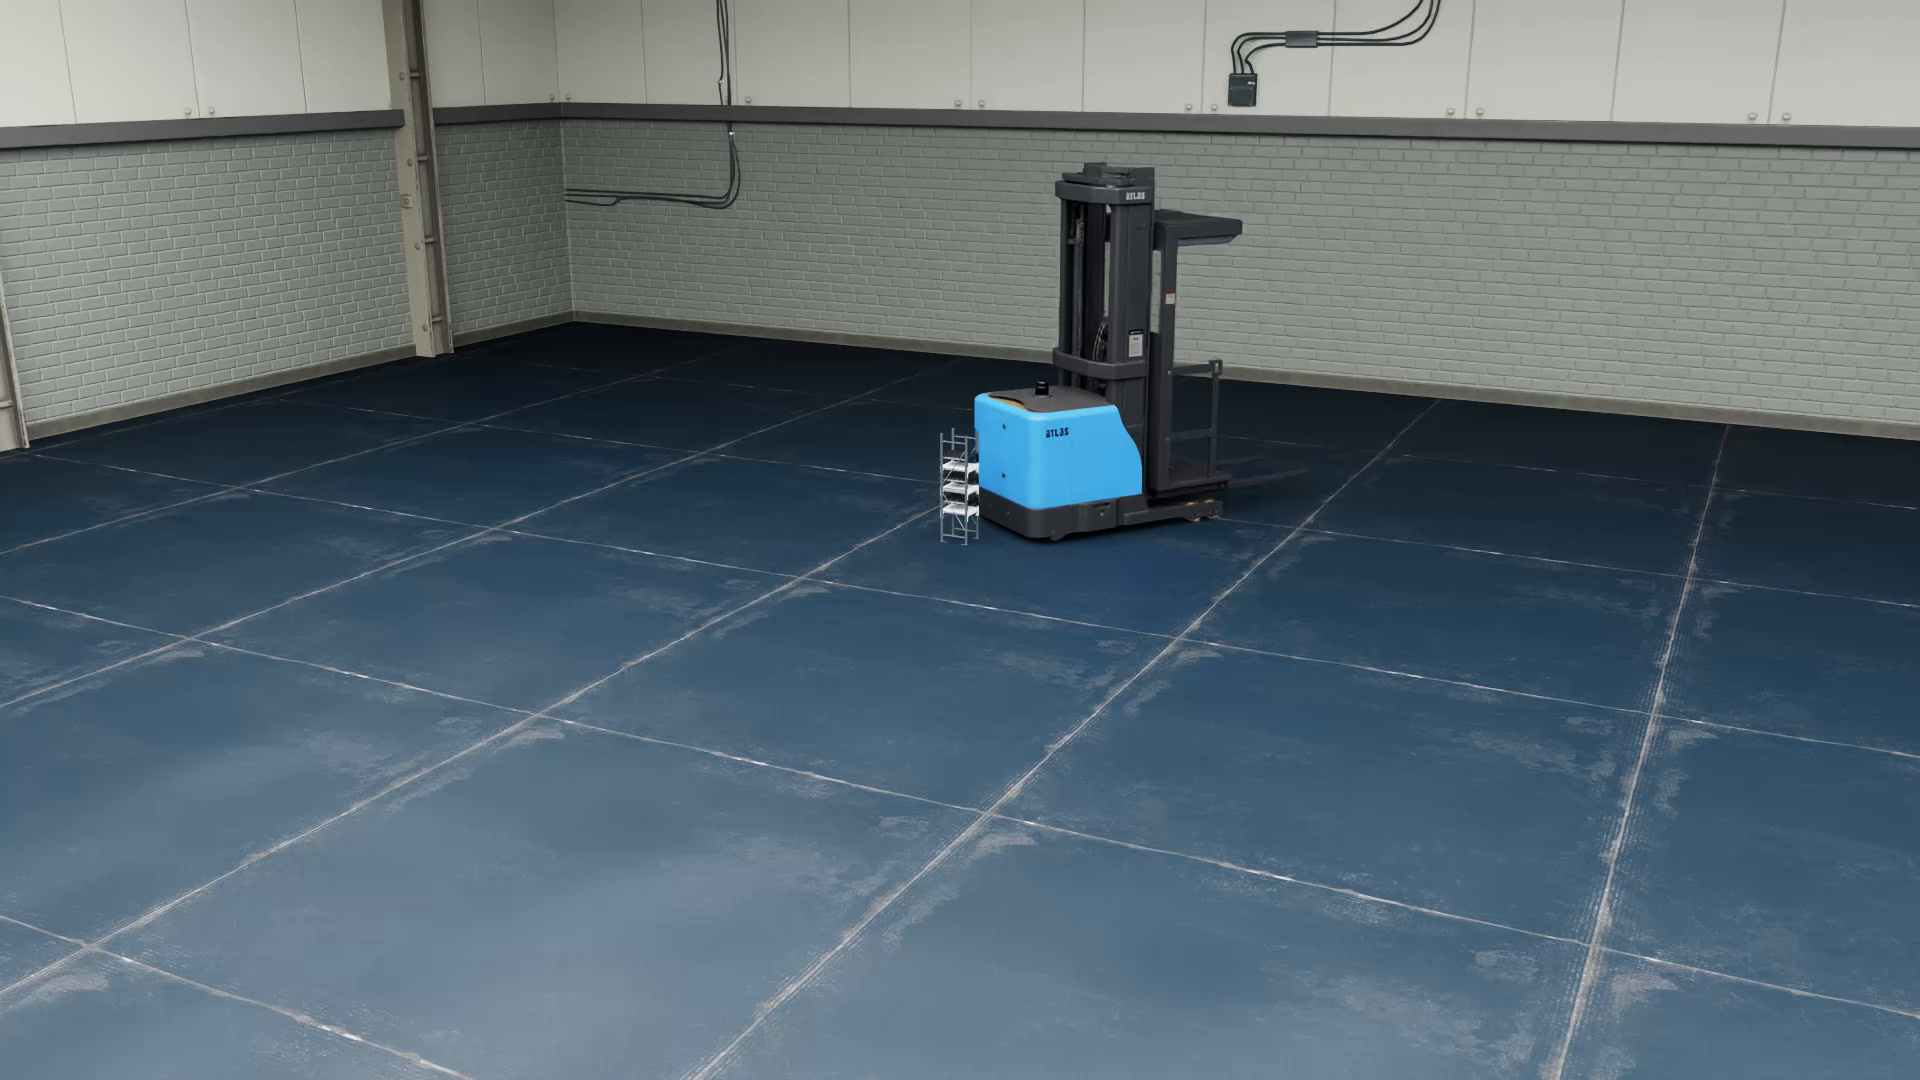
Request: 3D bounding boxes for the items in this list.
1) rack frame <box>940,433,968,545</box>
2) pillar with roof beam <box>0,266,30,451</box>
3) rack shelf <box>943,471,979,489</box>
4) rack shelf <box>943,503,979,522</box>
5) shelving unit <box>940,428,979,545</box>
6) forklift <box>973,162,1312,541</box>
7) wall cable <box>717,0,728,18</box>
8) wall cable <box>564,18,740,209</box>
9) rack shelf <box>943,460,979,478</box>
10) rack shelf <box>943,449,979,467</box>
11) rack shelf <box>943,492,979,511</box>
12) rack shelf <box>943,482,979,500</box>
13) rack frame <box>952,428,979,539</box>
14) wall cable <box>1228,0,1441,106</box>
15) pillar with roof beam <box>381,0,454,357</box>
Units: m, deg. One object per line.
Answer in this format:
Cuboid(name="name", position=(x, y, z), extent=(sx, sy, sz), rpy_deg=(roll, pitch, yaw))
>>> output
Cuboid(name="rack frame", position=(-0.049, -0.403, 13.302), extent=(0.240, 0.900, 0.006), rpy_deg=(8, 18, 25))
Cuboid(name="pillar with roof beam", position=(-5.688, -4.666, 13.430), extent=(9.100, 9.000, 0.400), rpy_deg=(8, 18, 25))
Cuboid(name="rack shelf", position=(-0.004, -0.484, 13.373), extent=(0.258, 0.077, 0.200), rpy_deg=(8, 18, 25))
Cuboid(name="rack shelf", position=(-0.004, -0.225, 13.450), extent=(0.258, 0.077, 0.200), rpy_deg=(8, 18, 25))
Cuboid(name="shelving unit", position=(-0.004, -0.429, 13.389), extent=(0.258, 0.900, 0.210), rpy_deg=(8, 18, 25))
Cuboid(name="forklift", position=(1.648, -1.677, 14.024), extent=(3.031, 2.935, 1.130), rpy_deg=(-9, 19, -28))
Cuboid(name="wall cable", position=(-1.939, -7.913, 20.944), extent=(3.097, 2.526, 0.112), rpy_deg=(8, 18, 25))
Cuboid(name="wall cable", position=(-4.359, -5.836, 22.821), extent=(3.097, 2.526, 0.112), rpy_deg=(8, 18, 25))
Cuboid(name="rack shelf", position=(-0.004, -0.570, 13.348), extent=(0.258, 0.077, 0.200), rpy_deg=(8, 18, 25))
Cuboid(name="rack shelf", position=(-0.004, -0.656, 13.322), extent=(0.258, 0.077, 0.200), rpy_deg=(8, 18, 25))
Cuboid(name="rack shelf", position=(-0.004, -0.311, 13.424), extent=(0.258, 0.077, 0.200), rpy_deg=(8, 18, 25))
Cuboid(name="rack shelf", position=(-0.004, -0.397, 13.399), extent=(0.258, 0.077, 0.200), rpy_deg=(8, 18, 25))
Cuboid(name="rack frame", position=(0.042, -0.455, 13.476), extent=(0.240, 0.900, 0.006), rpy_deg=(8, 18, 25))
Cuboid(name="wall cable", position=(4.127, -7.743, 17.815), extent=(2.305, 6.003, 0.169), rpy_deg=(8, 18, 25))
Cuboid(name="pillar with roof beam", position=(-3.007, -6.195, 18.575), extent=(9.100, 9.000, 0.400), rpy_deg=(8, 18, 25))
